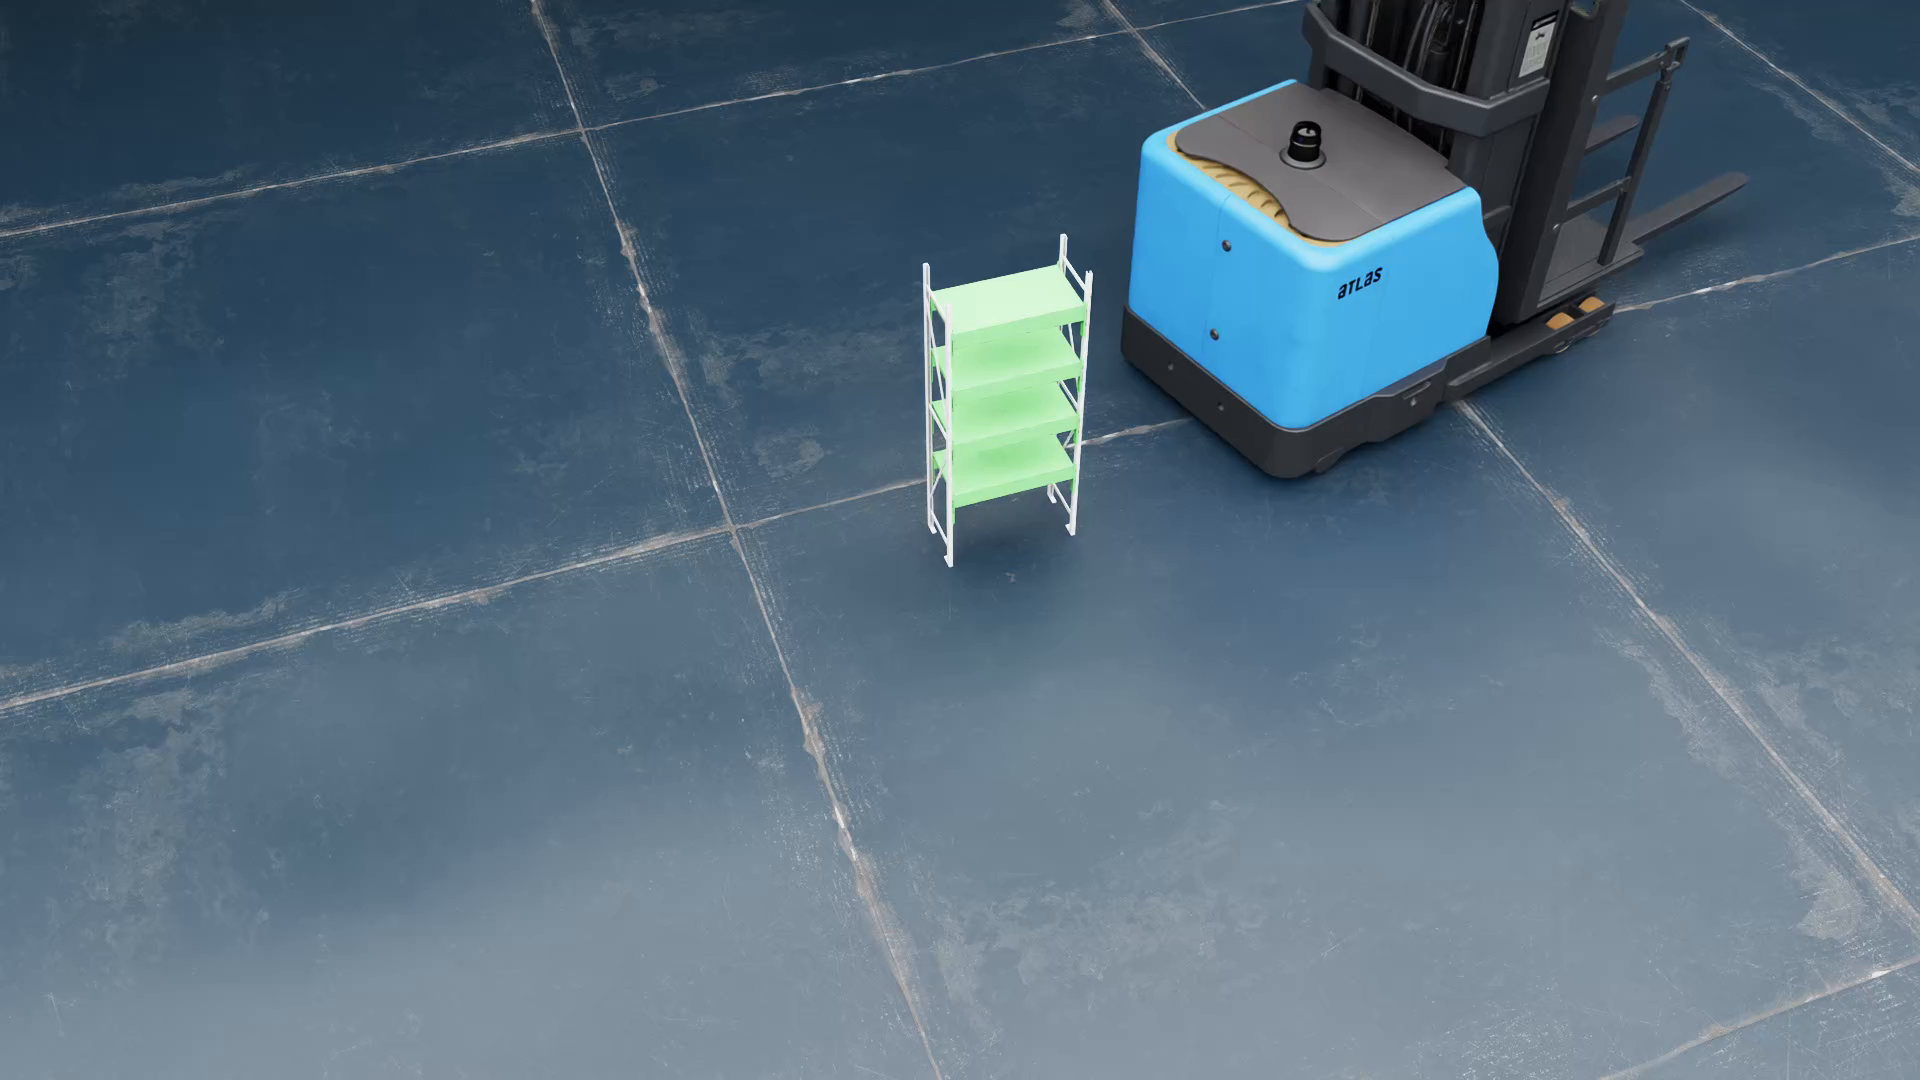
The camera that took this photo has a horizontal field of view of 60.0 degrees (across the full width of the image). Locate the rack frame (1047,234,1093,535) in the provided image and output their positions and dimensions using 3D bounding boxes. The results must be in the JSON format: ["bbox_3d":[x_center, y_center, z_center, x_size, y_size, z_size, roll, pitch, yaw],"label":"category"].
[{"bbox_3d":[0.385,-0.522,5.923,0.015,1.200,0.240,-14,47,-14],"label":"rack frame"}]

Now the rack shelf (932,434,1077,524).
[{"bbox_3d":[0.156,-0.249,6.080,0.480,0.148,0.258,-14,47,-14],"label":"rack shelf"}]

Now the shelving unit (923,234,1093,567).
[{"bbox_3d":[0.156,-0.463,5.865,0.503,1.200,0.258,-14,47,-14],"label":"shelving unit"}]

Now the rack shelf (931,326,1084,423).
[{"bbox_3d":[0.156,-0.588,5.740,0.480,0.148,0.258,-14,47,-14],"label":"rack shelf"}]

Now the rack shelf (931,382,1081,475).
[{"bbox_3d":[0.156,-0.418,5.910,0.480,0.148,0.258,-14,47,-14],"label":"rack shelf"}]

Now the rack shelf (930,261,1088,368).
[{"bbox_3d":[0.156,-0.757,5.570,0.480,0.148,0.258,-14,47,-14],"label":"rack shelf"}]

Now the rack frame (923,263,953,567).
[{"bbox_3d":[-0.074,-0.405,5.806,0.015,1.200,0.240,-14,47,-14],"label":"rack frame"}]

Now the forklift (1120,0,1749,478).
[{"bbox_3d":[2.170,-2.109,6.282,3.031,2.935,1.130,-26,51,-24],"label":"forklift"}]
